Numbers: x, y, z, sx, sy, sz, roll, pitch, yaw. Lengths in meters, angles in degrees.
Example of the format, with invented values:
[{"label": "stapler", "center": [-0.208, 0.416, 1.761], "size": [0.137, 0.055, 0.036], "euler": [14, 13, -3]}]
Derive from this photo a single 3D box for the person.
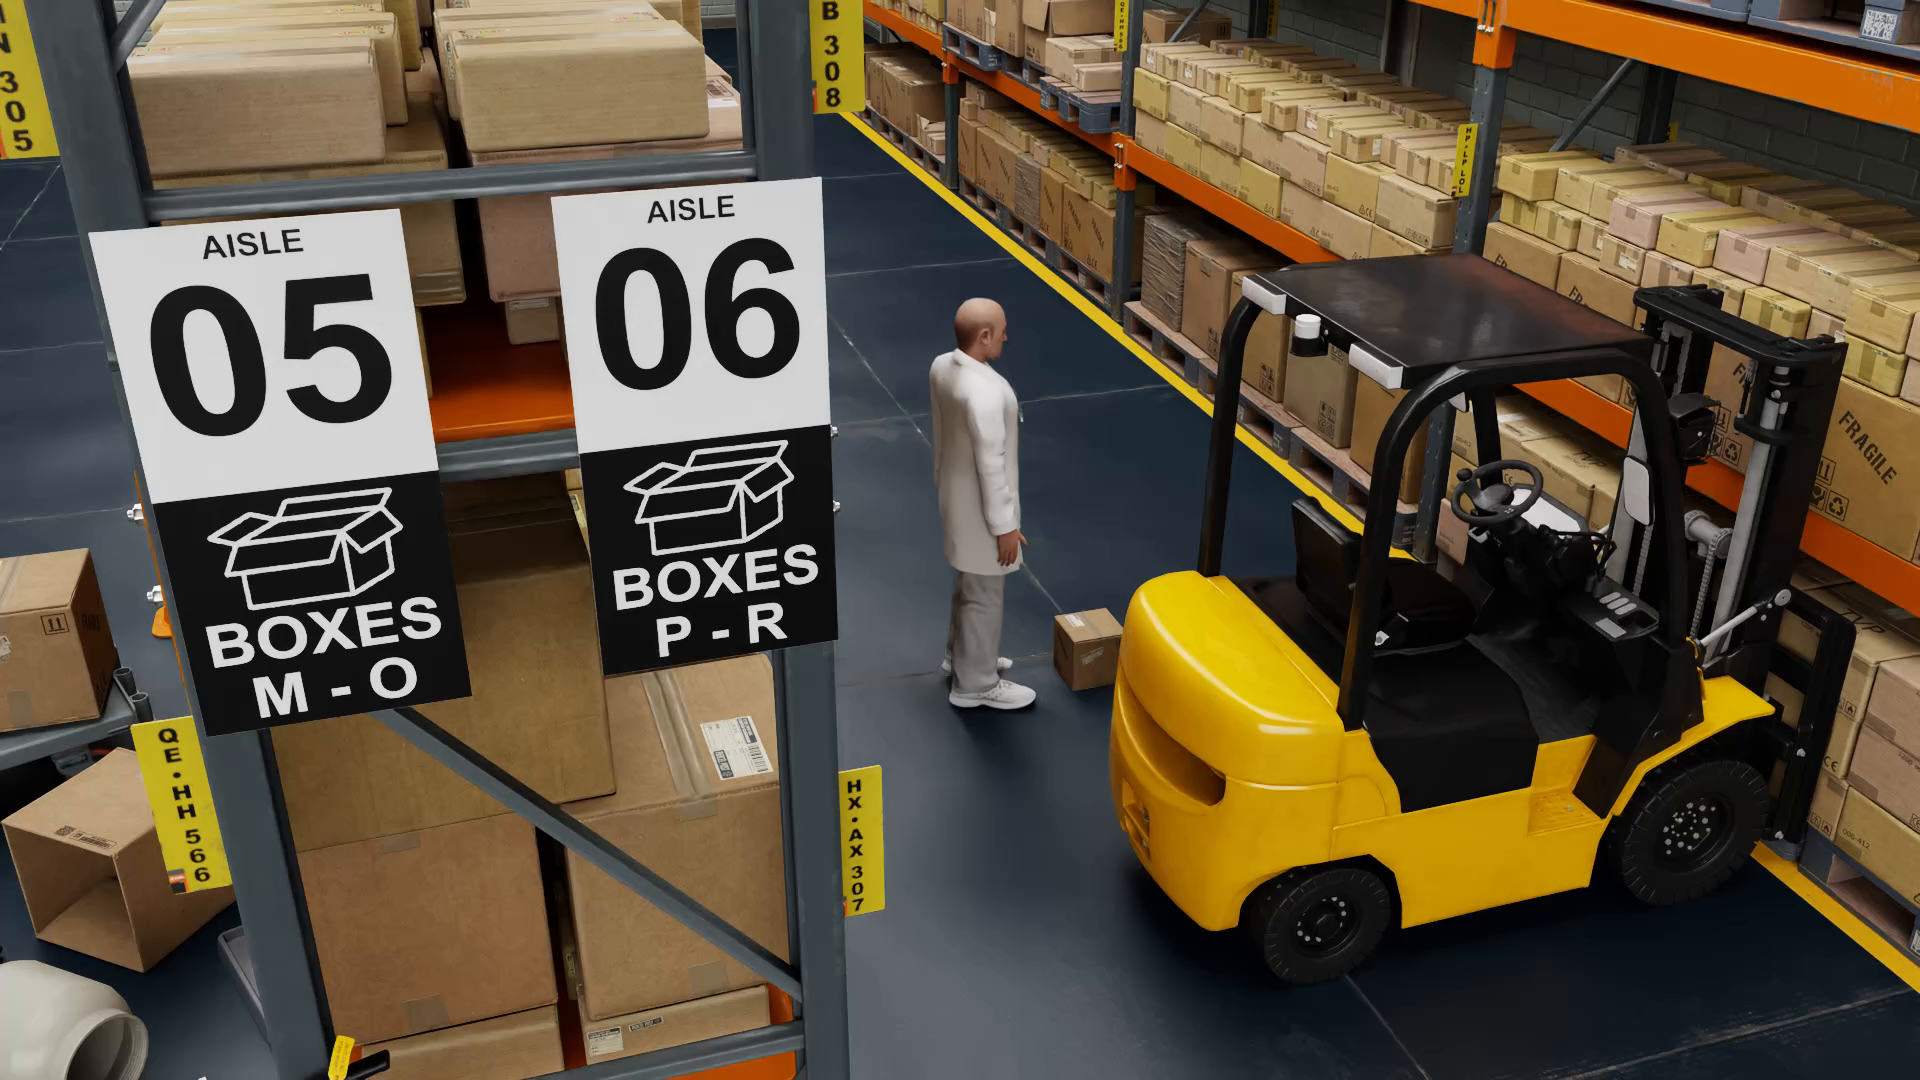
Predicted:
[{"label": "person", "center": [0.123, -0.117, 6.909], "size": [0.409, 1.838, 0.645], "euler": [-8, 27, -17]}]
